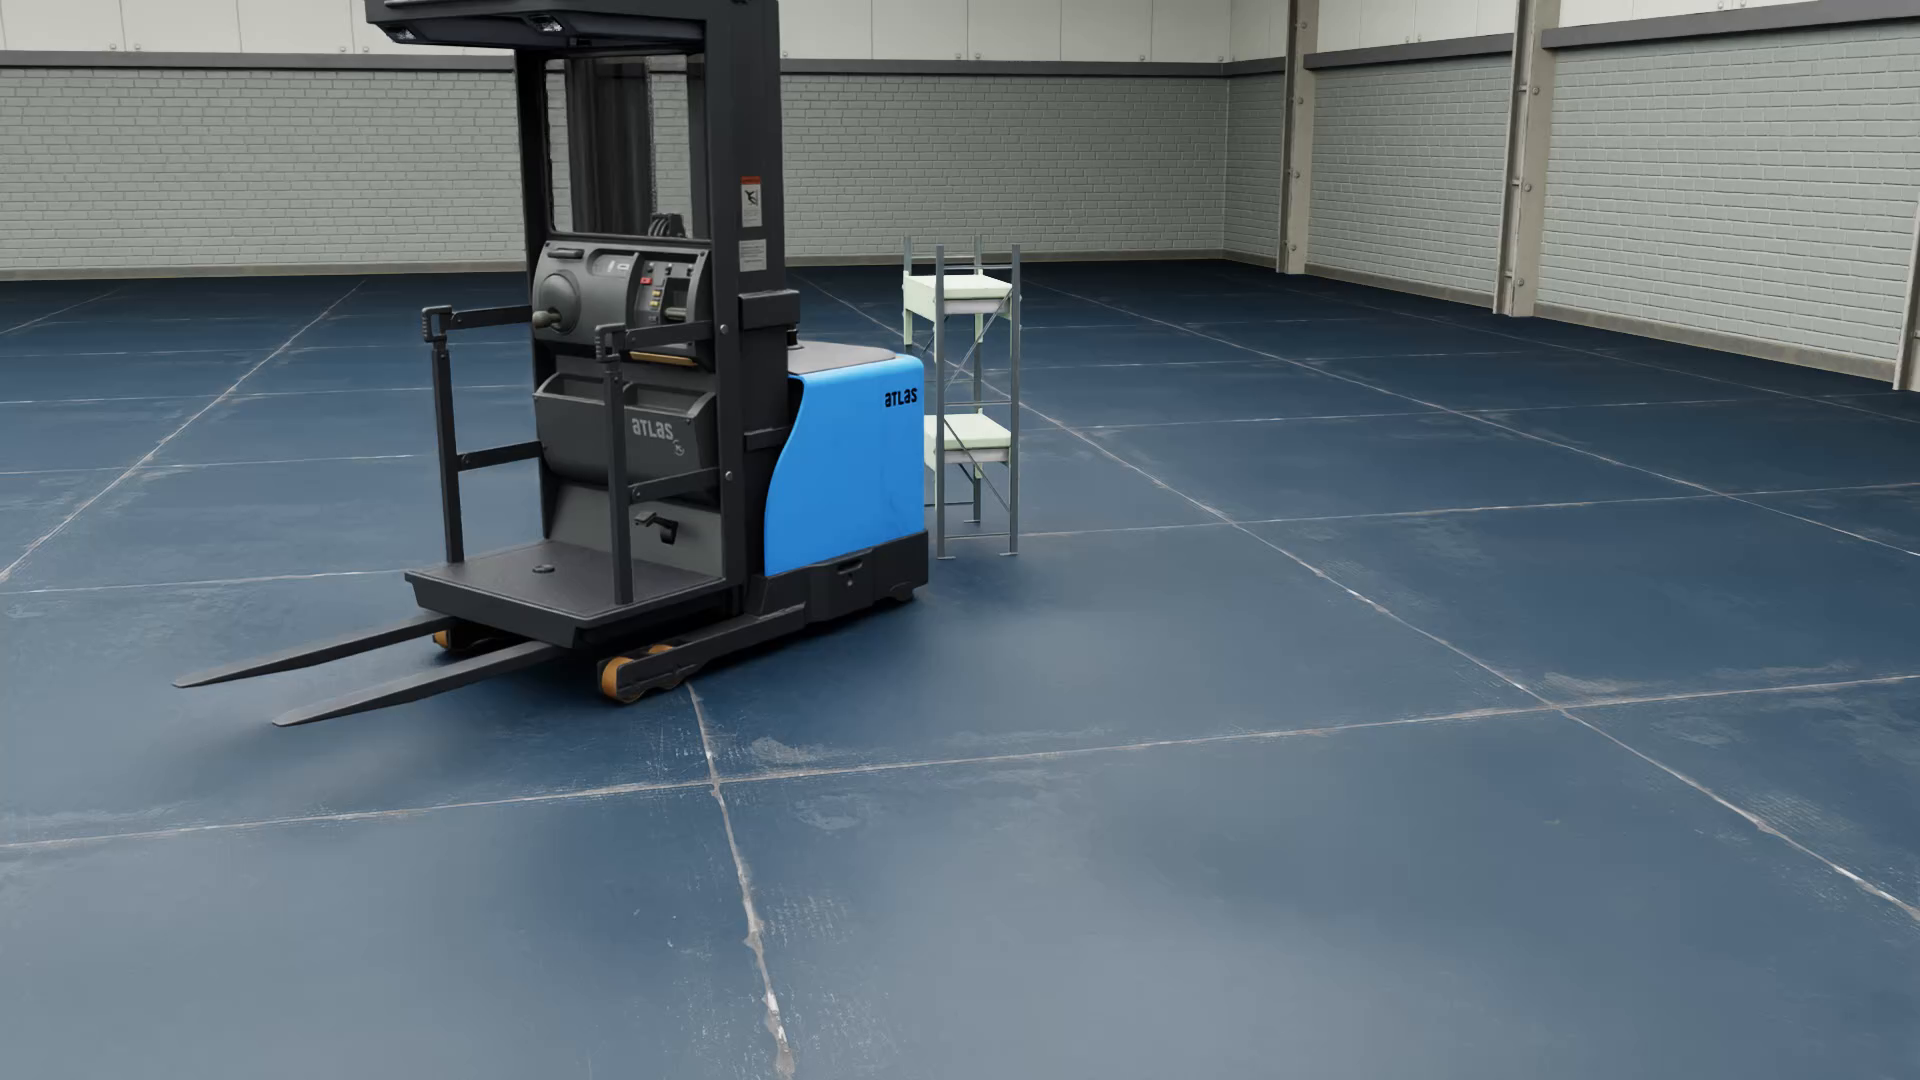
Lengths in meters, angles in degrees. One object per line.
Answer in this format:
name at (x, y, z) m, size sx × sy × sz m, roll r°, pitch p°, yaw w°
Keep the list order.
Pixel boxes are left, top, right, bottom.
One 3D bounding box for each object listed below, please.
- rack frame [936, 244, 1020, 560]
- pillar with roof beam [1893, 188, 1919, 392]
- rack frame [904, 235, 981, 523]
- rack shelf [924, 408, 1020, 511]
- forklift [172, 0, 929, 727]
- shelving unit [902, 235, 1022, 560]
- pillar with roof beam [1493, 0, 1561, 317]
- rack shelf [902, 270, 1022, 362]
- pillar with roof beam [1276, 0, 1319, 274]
rack frame at (0.084, -0.646, 7.910) m, size 0.400 × 1.500 × 0.023 m, roll -3°, pitch 14°, yaw -13°
pillar with roof beam at (3.531, -5.314, 11.215) m, size 9.100 × 9.000 × 0.400 m, roll -3°, pitch 14°, yaw -13°
rack frame at (-0.088, -0.815, 8.601) m, size 0.400 × 1.500 × 0.023 m, roll -3°, pitch 14°, yaw -13°
rack shelf at (-0.002, -0.413, 8.333) m, size 0.431 × 0.370 × 0.720 m, roll -3°, pitch 14°, yaw -13°
forklift at (-1.436, -0.966, 6.205) m, size 1.130 × 2.935 × 3.031 m, roll 10°, pitch 17°, yaw 36°
shelving unit at (-0.002, -0.730, 8.255) m, size 0.431 × 1.500 × 0.755 m, roll -3°, pitch 14°, yaw -13°
pillar with roof beam at (2.122, -6.698, 16.881) m, size 9.100 × 9.000 × 0.400 m, roll -3°, pitch 14°, yaw -13°
rack shelf at (-0.002, -1.109, 8.163) m, size 0.431 × 0.370 × 0.720 m, roll -3°, pitch 14°, yaw -13°
pillar with roof beam at (0.713, -8.082, 22.547) m, size 9.100 × 9.000 × 0.400 m, roll -3°, pitch 14°, yaw -13°
